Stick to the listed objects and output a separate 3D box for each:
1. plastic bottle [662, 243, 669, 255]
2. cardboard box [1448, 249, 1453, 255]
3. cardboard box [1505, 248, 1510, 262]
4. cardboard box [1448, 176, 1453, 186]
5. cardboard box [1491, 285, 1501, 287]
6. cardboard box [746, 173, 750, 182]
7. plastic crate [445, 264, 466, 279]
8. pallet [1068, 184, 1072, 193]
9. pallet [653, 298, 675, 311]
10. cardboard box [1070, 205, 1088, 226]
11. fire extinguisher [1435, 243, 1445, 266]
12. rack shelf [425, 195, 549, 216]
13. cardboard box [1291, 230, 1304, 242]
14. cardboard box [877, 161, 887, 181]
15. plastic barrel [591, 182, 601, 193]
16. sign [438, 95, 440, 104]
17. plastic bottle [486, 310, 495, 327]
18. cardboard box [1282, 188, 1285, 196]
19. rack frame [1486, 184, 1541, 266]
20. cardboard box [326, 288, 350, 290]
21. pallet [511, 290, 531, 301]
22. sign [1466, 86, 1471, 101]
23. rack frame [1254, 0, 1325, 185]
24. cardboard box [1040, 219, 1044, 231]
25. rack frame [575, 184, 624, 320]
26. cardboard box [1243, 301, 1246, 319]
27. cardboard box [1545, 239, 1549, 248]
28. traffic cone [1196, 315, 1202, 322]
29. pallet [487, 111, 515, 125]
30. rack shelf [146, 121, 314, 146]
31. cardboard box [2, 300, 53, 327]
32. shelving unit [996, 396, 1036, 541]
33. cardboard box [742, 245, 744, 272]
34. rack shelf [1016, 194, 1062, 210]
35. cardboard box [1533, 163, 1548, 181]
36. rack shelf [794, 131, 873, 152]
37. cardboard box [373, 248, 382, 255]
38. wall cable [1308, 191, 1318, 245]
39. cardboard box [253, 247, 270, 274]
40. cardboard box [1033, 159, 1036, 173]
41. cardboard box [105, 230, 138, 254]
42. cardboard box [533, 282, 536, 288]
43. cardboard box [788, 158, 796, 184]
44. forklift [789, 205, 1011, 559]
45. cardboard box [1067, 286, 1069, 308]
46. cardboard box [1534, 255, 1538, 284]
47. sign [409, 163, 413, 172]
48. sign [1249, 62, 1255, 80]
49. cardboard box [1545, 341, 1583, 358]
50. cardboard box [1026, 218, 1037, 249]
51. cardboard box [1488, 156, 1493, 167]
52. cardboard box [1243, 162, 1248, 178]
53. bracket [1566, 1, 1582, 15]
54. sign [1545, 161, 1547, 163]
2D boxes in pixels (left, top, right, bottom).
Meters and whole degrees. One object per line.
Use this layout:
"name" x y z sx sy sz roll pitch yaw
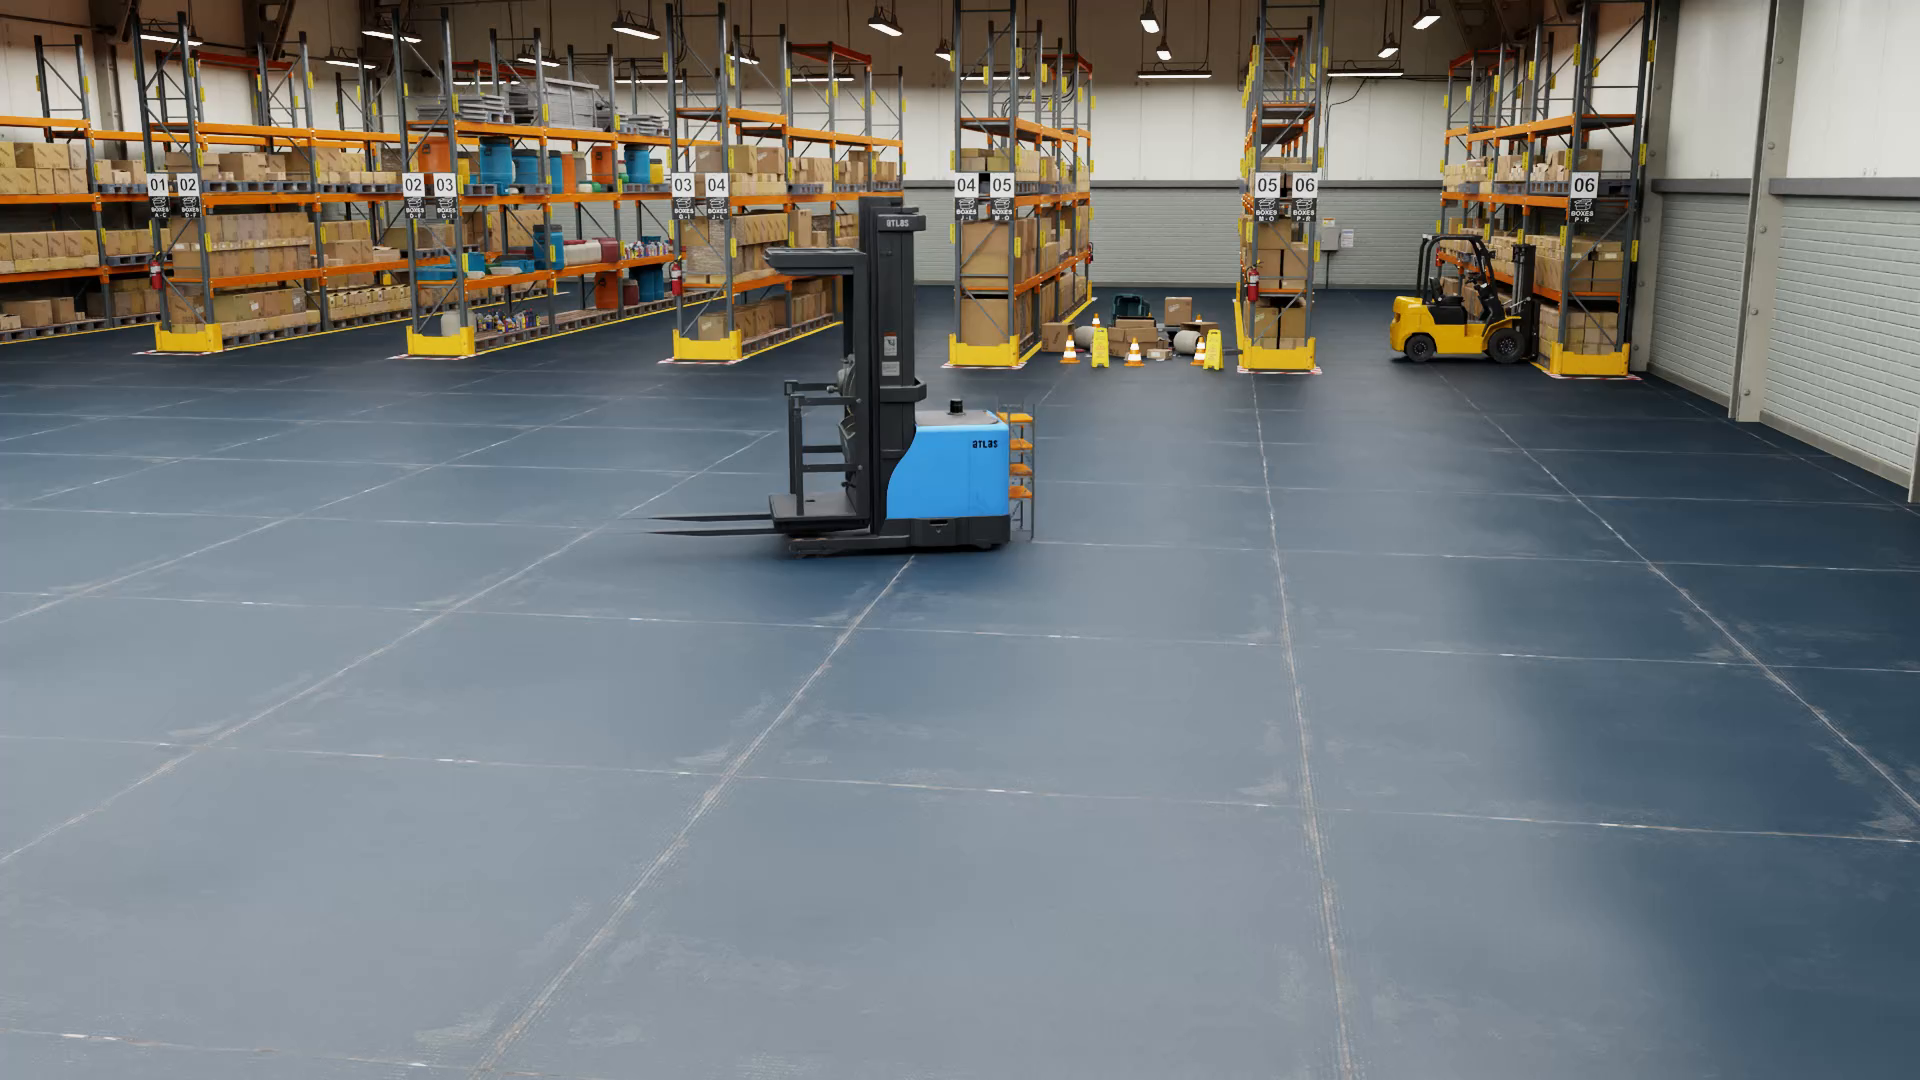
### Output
"plastic bottle" -7.257 -7.167 40.926 0.152 0.276 0.135 2 12 9
"cardboard box" 12.101 -7.007 40.484 0.380 0.149 0.250 2 12 10
"cardboard box" 10.824 -5.509 32.104 0.500 0.250 0.500 2 12 10
"cardboard box" 12.203 -8.754 40.523 0.500 0.250 0.500 2 12 7
"cardboard box" 11.467 -5.422 35.931 0.380 0.149 0.250 2 12 10
"cardboard box" -3.990 -6.512 29.880 0.380 0.149 0.250 2 12 9
"plastic crate" -9.475 -4.999 30.921 0.499 0.251 0.408 2 12 9
"pallet" 1.907 -8.012 37.875 1.213 0.211 1.003 2 12 9
"pallet" -7.676 -5.798 40.897 1.003 0.211 1.213 2 12 9
"cardboard box" 3.054 -8.391 42.991 0.500 0.500 0.500 2 12 7
"fire extinguisher" 12.256 -7.337 42.487 0.296 0.674 0.183 2 12 9
"rack shelf" -9.054 -6.354 31.442 1.077 0.370 4.000 2 12 9
"cardboard box" 6.295 -5.662 31.703 0.500 0.500 0.500 2 12 10
"cardboard box" -2.253 -9.310 41.983 0.700 0.500 0.500 2 12 11
"plastic barrel" -8.119 -7.825 36.932 0.294 0.245 0.294 0 12 0
"sign" -12.943 -10.931 41.451 0.100 0.325 0.005 2 12 9
"plastic bottle" -9.310 -4.381 32.948 0.144 0.351 0.185 1 12 6
"cardboard box" 5.861 -6.123 29.261 0.380 0.149 0.250 2 12 8
"rack frame" 11.460 -5.846 34.501 1.000 3.000 0.127 2 12 9
"cardboard box" -13.627 -5.362 36.453 0.500 0.311 0.500 2 12 8
"pallet" -12.118 -6.516 44.229 1.003 0.211 1.213 2 12 9
"sign" 11.542 -10.128 37.725 0.100 0.325 0.005 2 12 9
"rack frame" 5.325 -7.274 26.884 1.000 3.000 0.127 2 12 9
"cardboard box" 1.338 -6.272 33.864 0.700 0.500 0.500 2 12 8
"rack frame" -8.131 -6.488 37.478 1.000 3.000 0.127 2 12 9
"cardboard box" 6.458 -4.810 34.932 0.950 0.372 0.625 1 12 5
"cardboard box" 10.174 -5.043 28.289 0.380 0.149 0.250 2 12 10
"traffic cone" 4.747 -4.237 33.055 0.336 0.463 0.334 2 12 9
"pallet" -9.031 -7.873 31.062 1.003 0.211 1.213 2 12 9
"rack shelf" -13.948 -7.786 31.917 1.077 0.370 4.000 2 12 9
"cardboard box" -18.706 -4.548 33.364 0.700 0.500 0.500 1 12 5
"shelving unit" 0.485 -0.632 14.576 0.258 1.200 0.503 -2 12 -9
"cardboard box" -4.397 -5.078 29.992 0.875 0.500 0.500 2 12 9
"rack shelf" 1.341 -6.844 33.718 1.077 0.370 4.000 2 12 9
"cardboard box" 10.476 -6.525 29.509 0.500 0.311 0.500 2 12 10
"rack shelf" -2.930 -9.129 38.151 1.077 0.370 4.000 2 12 9
"cardboard box" -13.354 -6.426 37.401 0.500 0.311 0.500 2 12 8
"wall cable" 10.033 -9.299 48.112 0.588 1.984 0.122 2 12 9
"cardboard box" -13.936 -5.452 32.433 0.700 0.500 0.500 2 12 10
"cardboard box" 1.133 -6.890 30.638 0.500 0.250 0.500 2 12 8
"cardboard box" -18.331 -6.461 36.072 0.700 0.500 0.500 3 13 14
"cardboard box" -11.786 -6.942 45.266 0.380 0.166 0.250 2 12 9
"cardboard box" -3.682 -7.311 32.938 0.797 0.503 0.637 1 12 6
"forklift" -0.595 -1.384 14.111 1.939 2.867 1.129 -2 12 -9
"cardboard box" 2.236 -5.586 38.230 0.500 0.500 0.500 2 12 7
"cardboard box" 10.378 -4.764 29.242 0.500 0.500 0.500 2 12 8
"sign" -12.478 -8.387 37.756 0.100 0.325 0.005 2 12 9
"sign" 5.390 -8.657 30.711 0.100 0.325 0.005 2 12 9
"cardboard box" 9.990 -3.150 27.520 0.500 0.250 0.500 2 12 9
"cardboard box" 0.973 -5.720 30.997 0.875 0.550 0.550 2 12 9
"cardboard box" 12.088 -8.503 37.379 0.396 0.266 0.258 2 12 9
"cardboard box" 3.390 -7.500 33.817 4.938 0.401 3.089 2 12 8
"bracket" 11.736 -10.163 31.747 0.235 0.232 0.430 2 12 9
"sign" 12.007 -7.584 34.031 0.100 0.325 0.005 2 12 9
